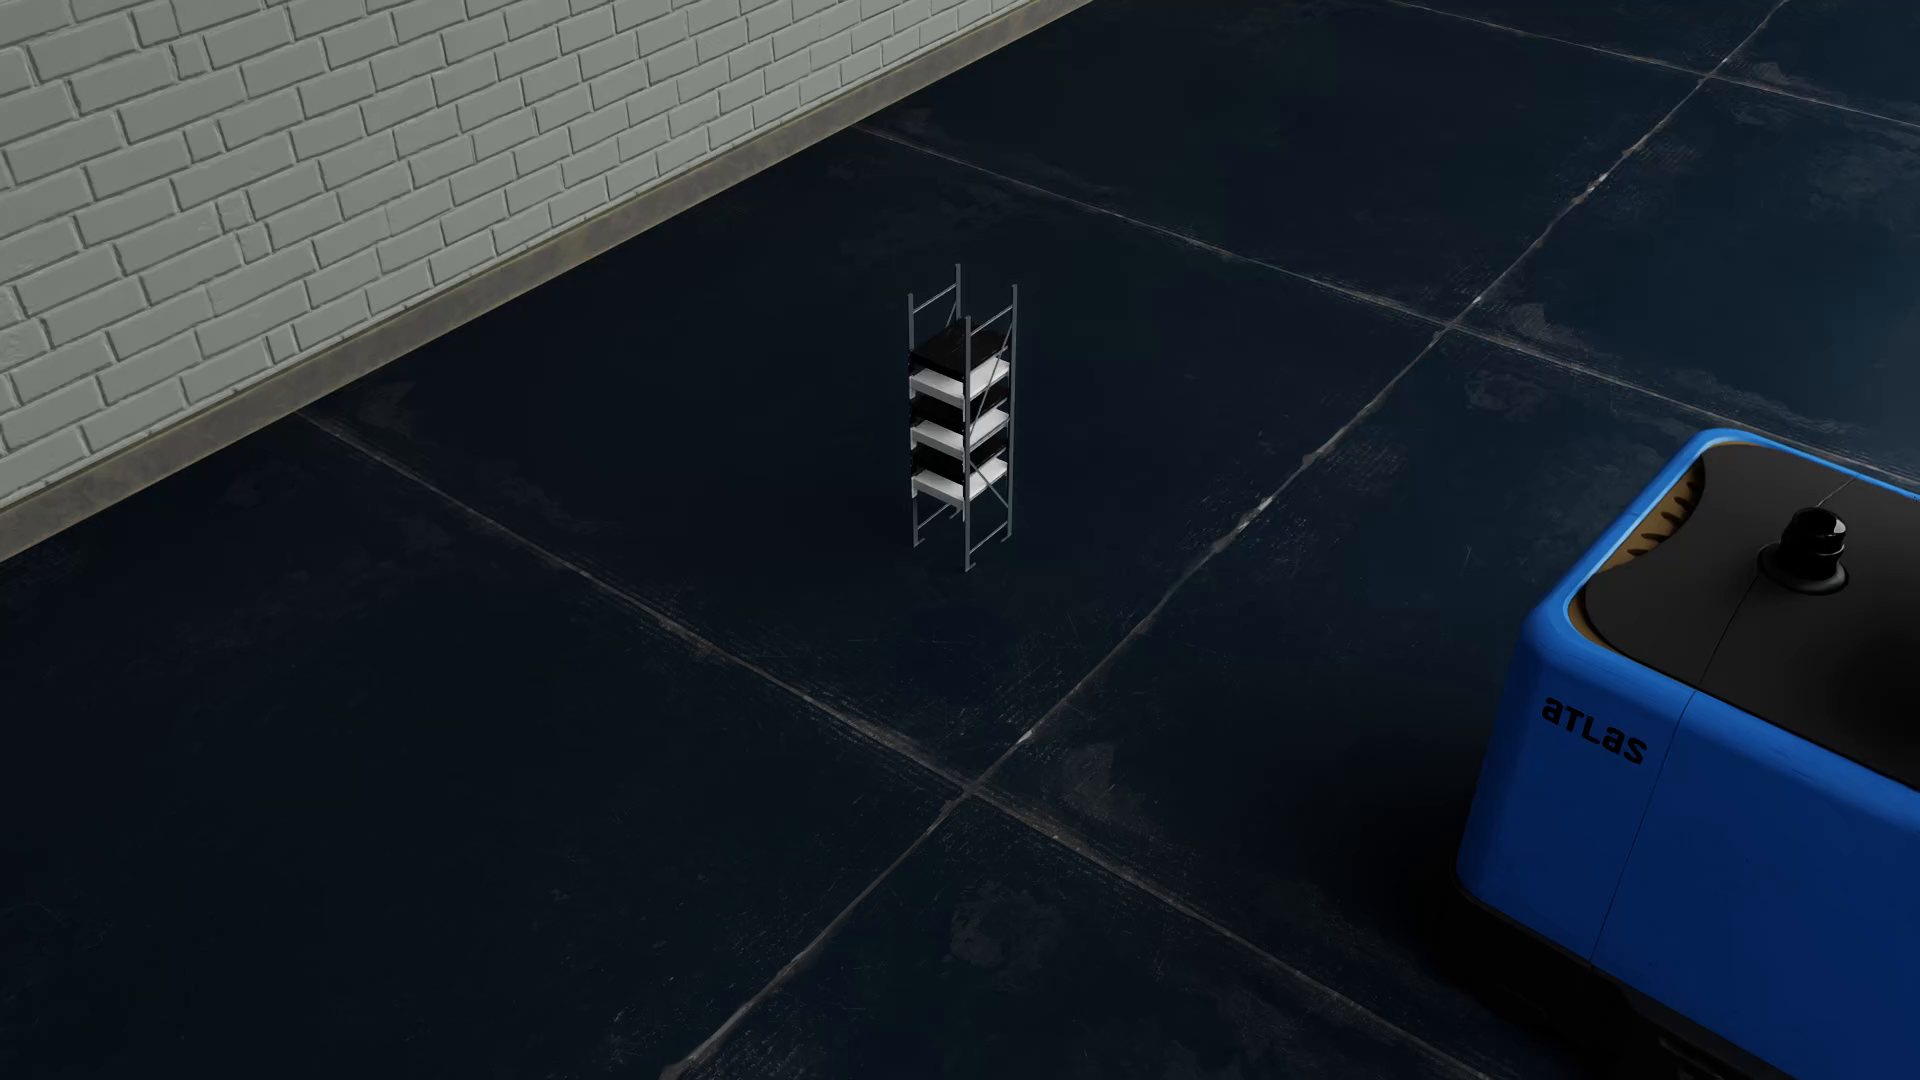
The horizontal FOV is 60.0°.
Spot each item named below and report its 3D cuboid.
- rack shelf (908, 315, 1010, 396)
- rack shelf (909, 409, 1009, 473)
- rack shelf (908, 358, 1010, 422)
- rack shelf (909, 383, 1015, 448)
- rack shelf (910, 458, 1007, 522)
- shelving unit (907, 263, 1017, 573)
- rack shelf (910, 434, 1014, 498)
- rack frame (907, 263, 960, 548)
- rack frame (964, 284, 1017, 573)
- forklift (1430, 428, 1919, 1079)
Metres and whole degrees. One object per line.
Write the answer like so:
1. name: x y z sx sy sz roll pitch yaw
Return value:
1. rack shelf: 0.006 -0.538 4.823 0.200 0.077 0.258 25 45 29
2. rack shelf: 0.006 -0.325 4.989 0.200 0.077 0.258 25 45 29
3. rack shelf: 0.006 -0.467 4.878 0.200 0.077 0.258 25 45 29
4. rack shelf: 0.006 -0.396 4.934 0.200 0.077 0.258 25 45 29
5. rack shelf: 0.006 -0.183 5.100 0.200 0.077 0.258 25 45 29
6. shelving unit: 0.006 -0.351 4.969 0.210 0.900 0.258 25 45 29
7. rack shelf: 0.006 -0.254 5.045 0.200 0.077 0.258 25 45 29
8. rack frame: -0.074 -0.389 5.017 0.006 0.900 0.240 25 45 29
9. rack frame: 0.087 -0.313 4.920 0.006 0.900 0.240 25 45 29
10. forklift: 2.555 0.226 2.583 3.031 2.935 1.130 28 46 31
